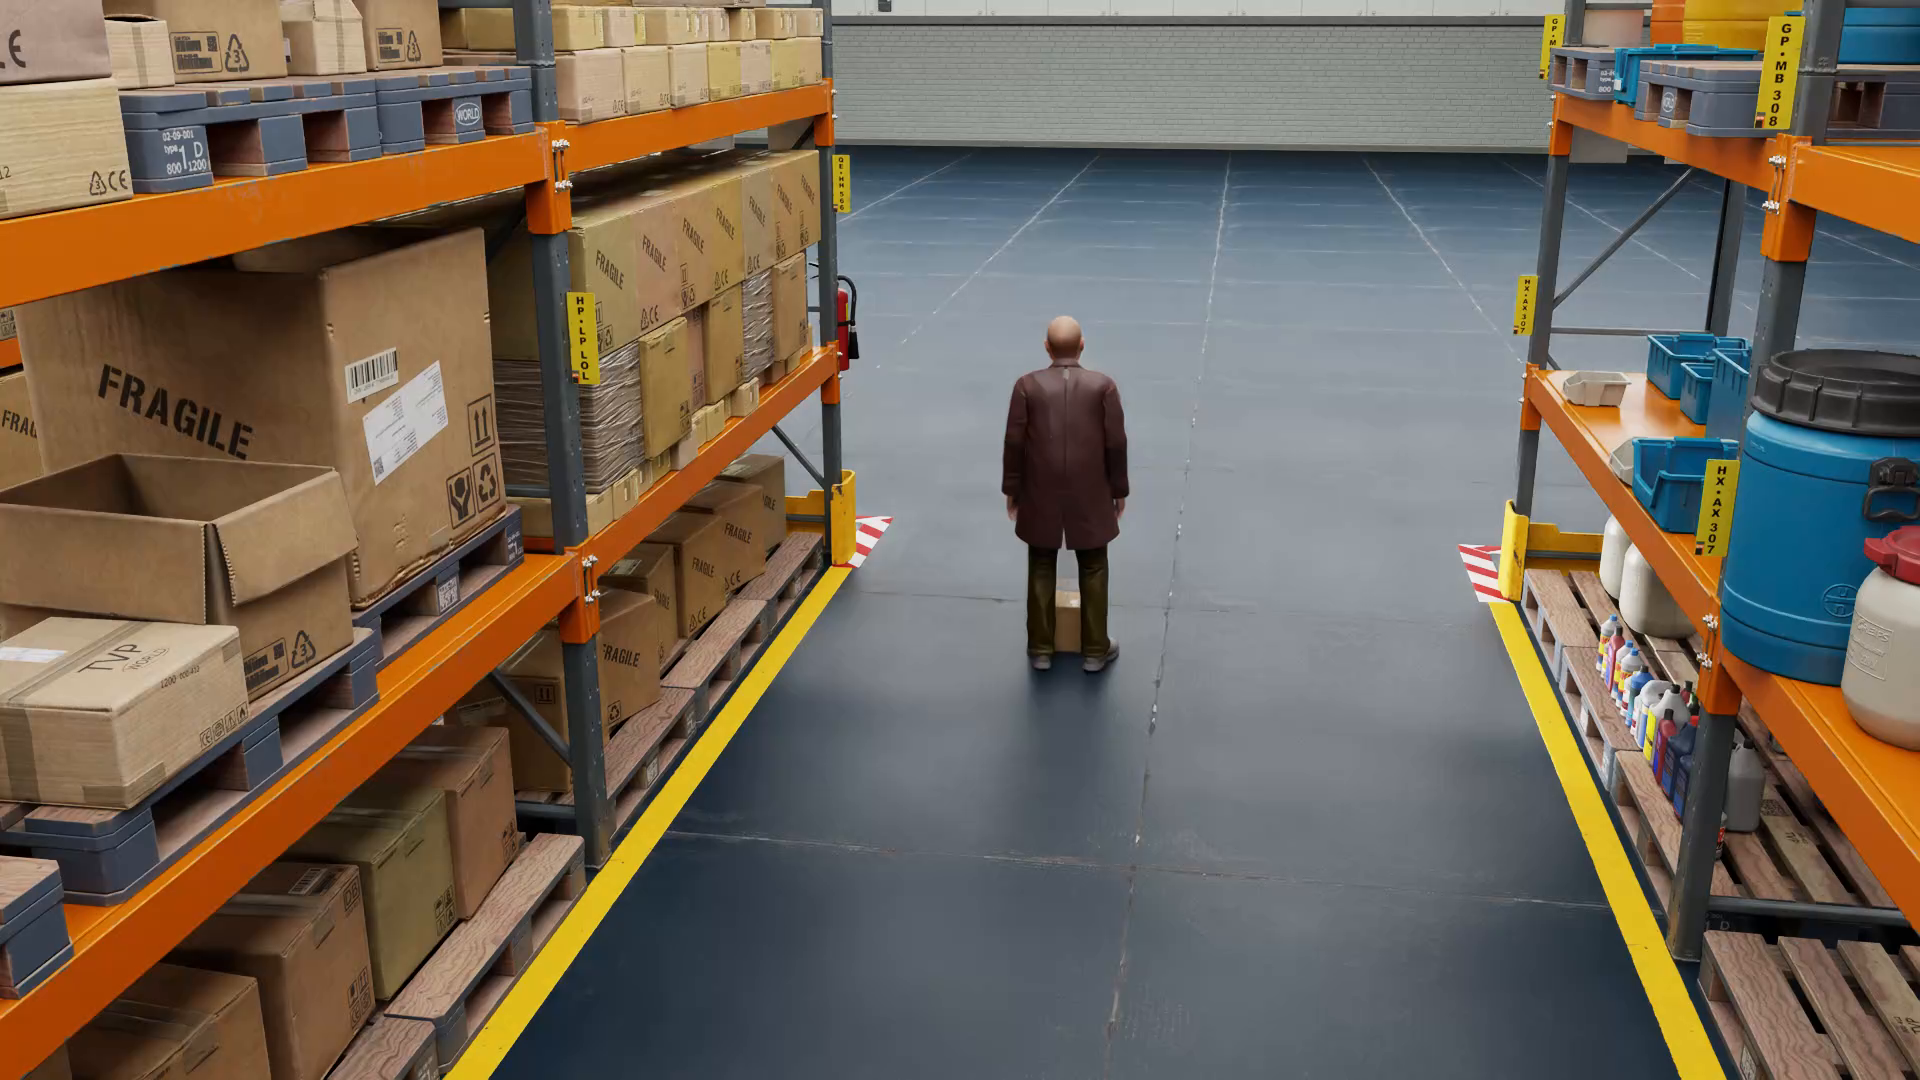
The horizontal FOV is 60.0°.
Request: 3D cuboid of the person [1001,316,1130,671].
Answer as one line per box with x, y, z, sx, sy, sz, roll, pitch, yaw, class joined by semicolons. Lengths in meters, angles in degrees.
0.524;-0.223;8.281;0.638;1.772;0.428;2;18;6;person
